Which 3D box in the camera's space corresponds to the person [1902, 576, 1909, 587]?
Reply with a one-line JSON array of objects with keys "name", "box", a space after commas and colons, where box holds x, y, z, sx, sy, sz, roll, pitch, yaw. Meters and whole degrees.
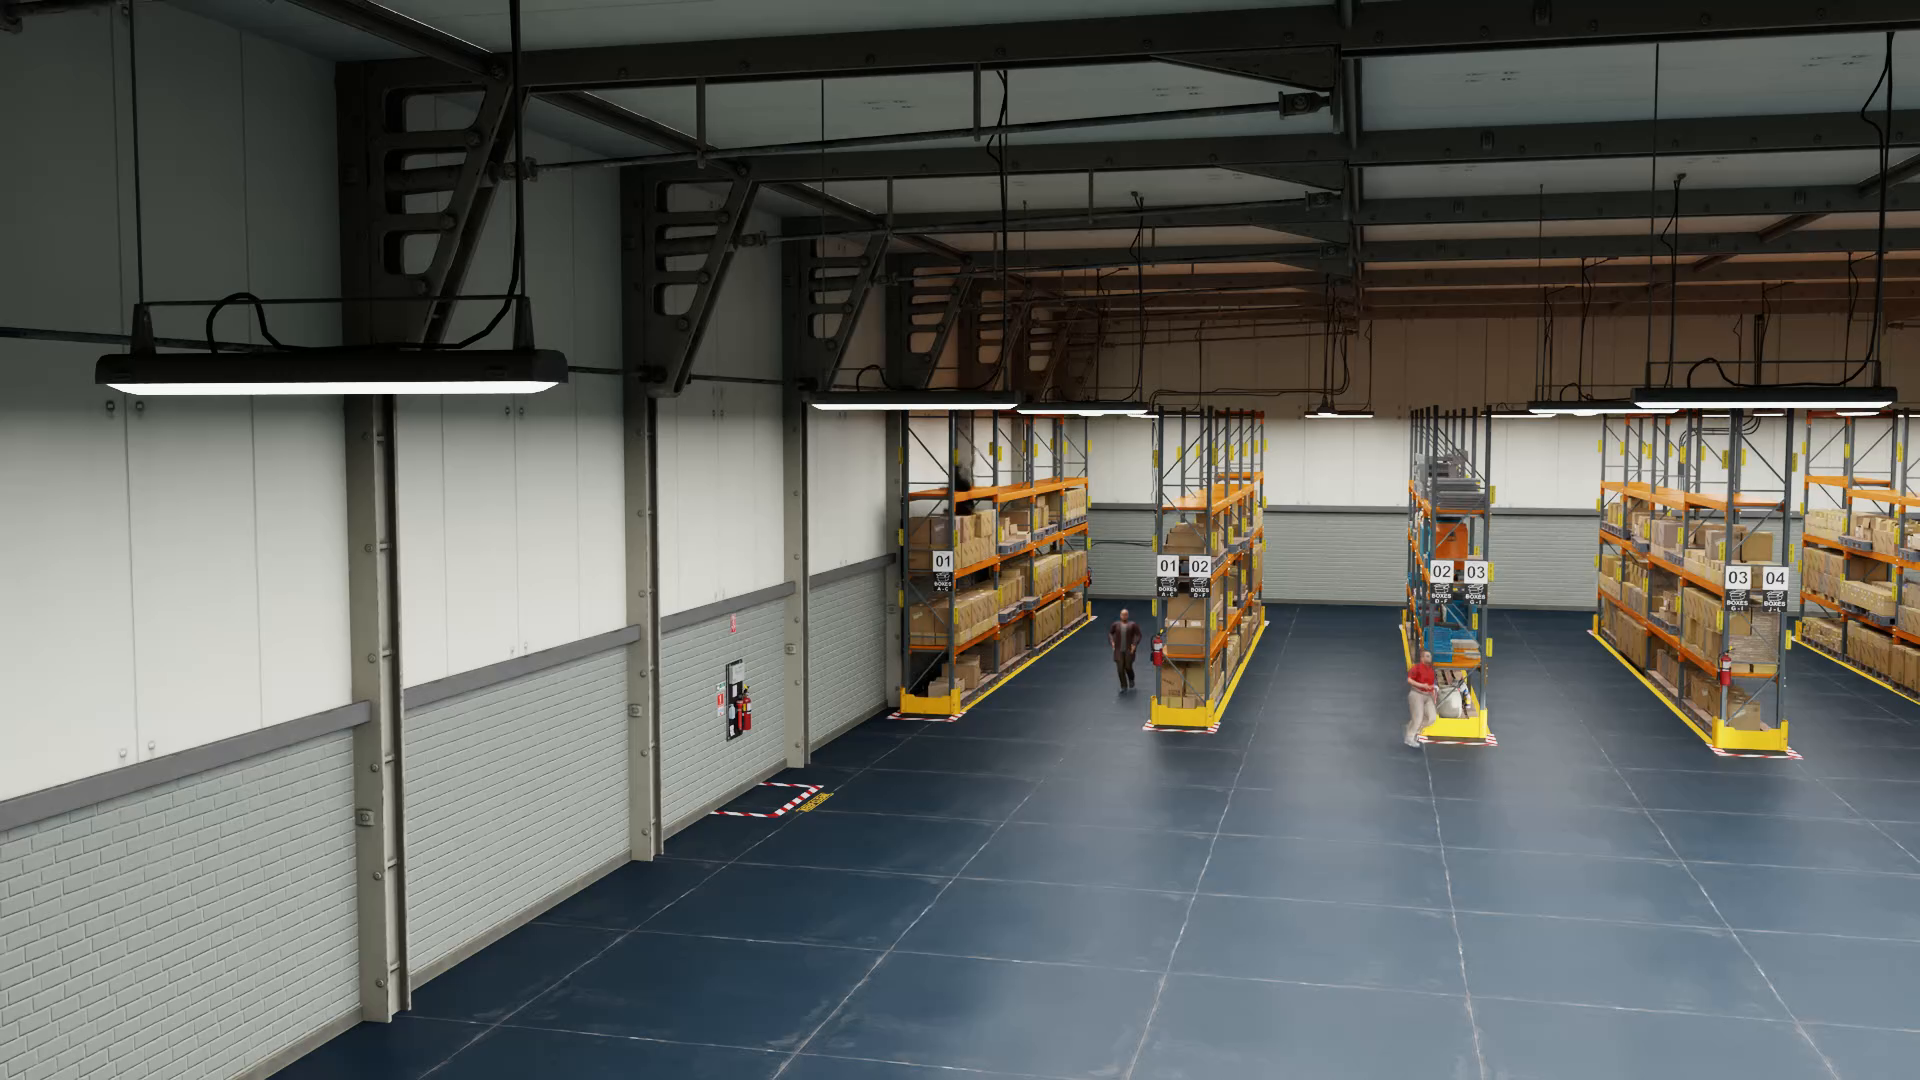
[{"name": "person", "box": [25.022, 1.768, 44.023, 0.611, 1.635, 0.576, 2, 5, 25]}]

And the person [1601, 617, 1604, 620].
[{"name": "person", "box": [18.034, 1.616, 45.699, 0.849, 1.708, 0.651, 3, 5, 38]}]

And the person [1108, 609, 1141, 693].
[{"name": "person", "box": [3.470, 2.332, 35.165, 0.721, 1.746, 0.639, 1, 4, 16]}]

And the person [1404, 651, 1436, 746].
[{"name": "person", "box": [8.189, 2.785, 29.258, 0.675, 1.672, 0.598, -2, 5, -31]}]
